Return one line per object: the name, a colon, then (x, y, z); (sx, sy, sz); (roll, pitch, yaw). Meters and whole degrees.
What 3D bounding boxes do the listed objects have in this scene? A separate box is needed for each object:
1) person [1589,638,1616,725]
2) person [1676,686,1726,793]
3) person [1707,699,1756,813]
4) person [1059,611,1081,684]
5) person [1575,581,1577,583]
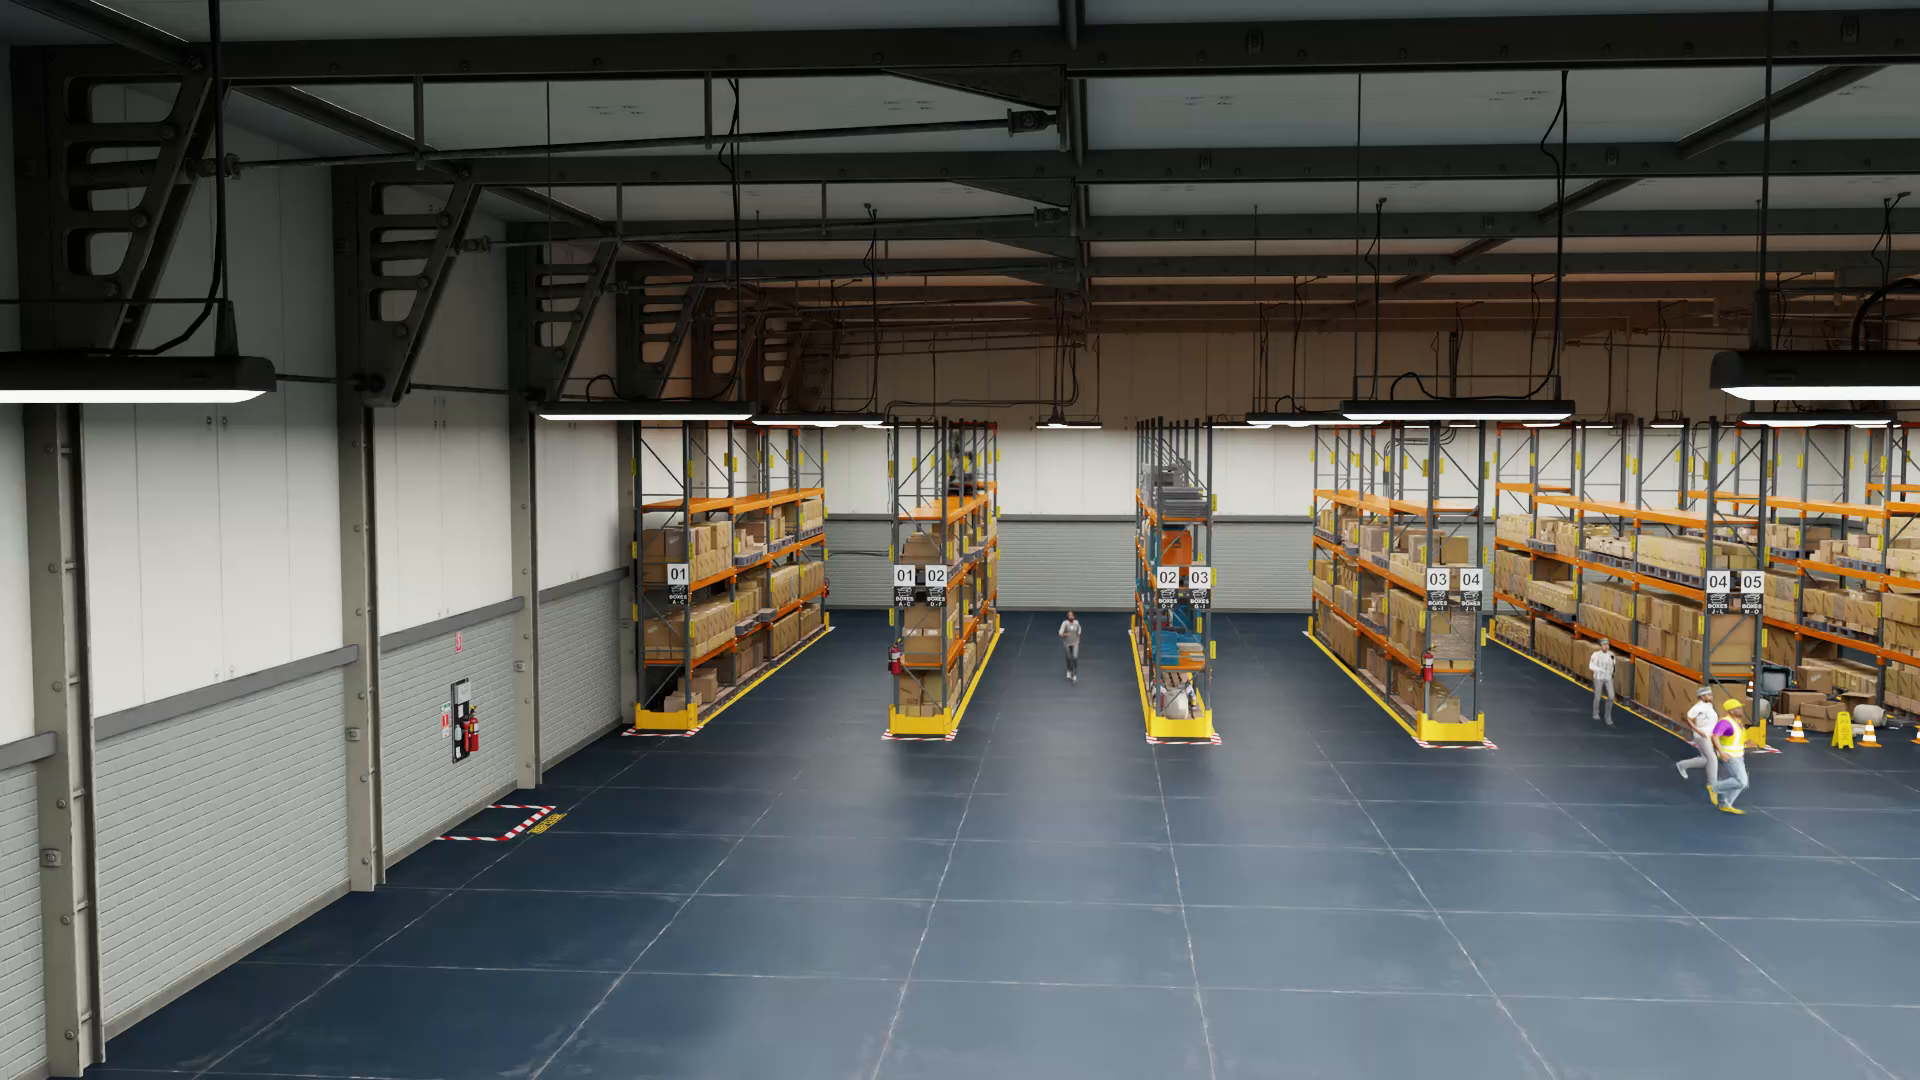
person: (12.608, 2.758, 32.596); (0.556, 1.725, 0.769); (1, 4, 8)
person: (11.849, 3.161, 26.578); (0.825, 1.696, 0.579); (4, 5, 44)
person: (11.577, 3.241, 24.942); (0.596, 1.712, 0.704); (3, 5, 42)
person: (2.526, 2.439, 38.093); (0.528, 1.608, 0.750); (0, 4, 0)
person: (16.913, 1.895, 45.568); (0.636, 1.764, 0.789); (0, 4, -5)
